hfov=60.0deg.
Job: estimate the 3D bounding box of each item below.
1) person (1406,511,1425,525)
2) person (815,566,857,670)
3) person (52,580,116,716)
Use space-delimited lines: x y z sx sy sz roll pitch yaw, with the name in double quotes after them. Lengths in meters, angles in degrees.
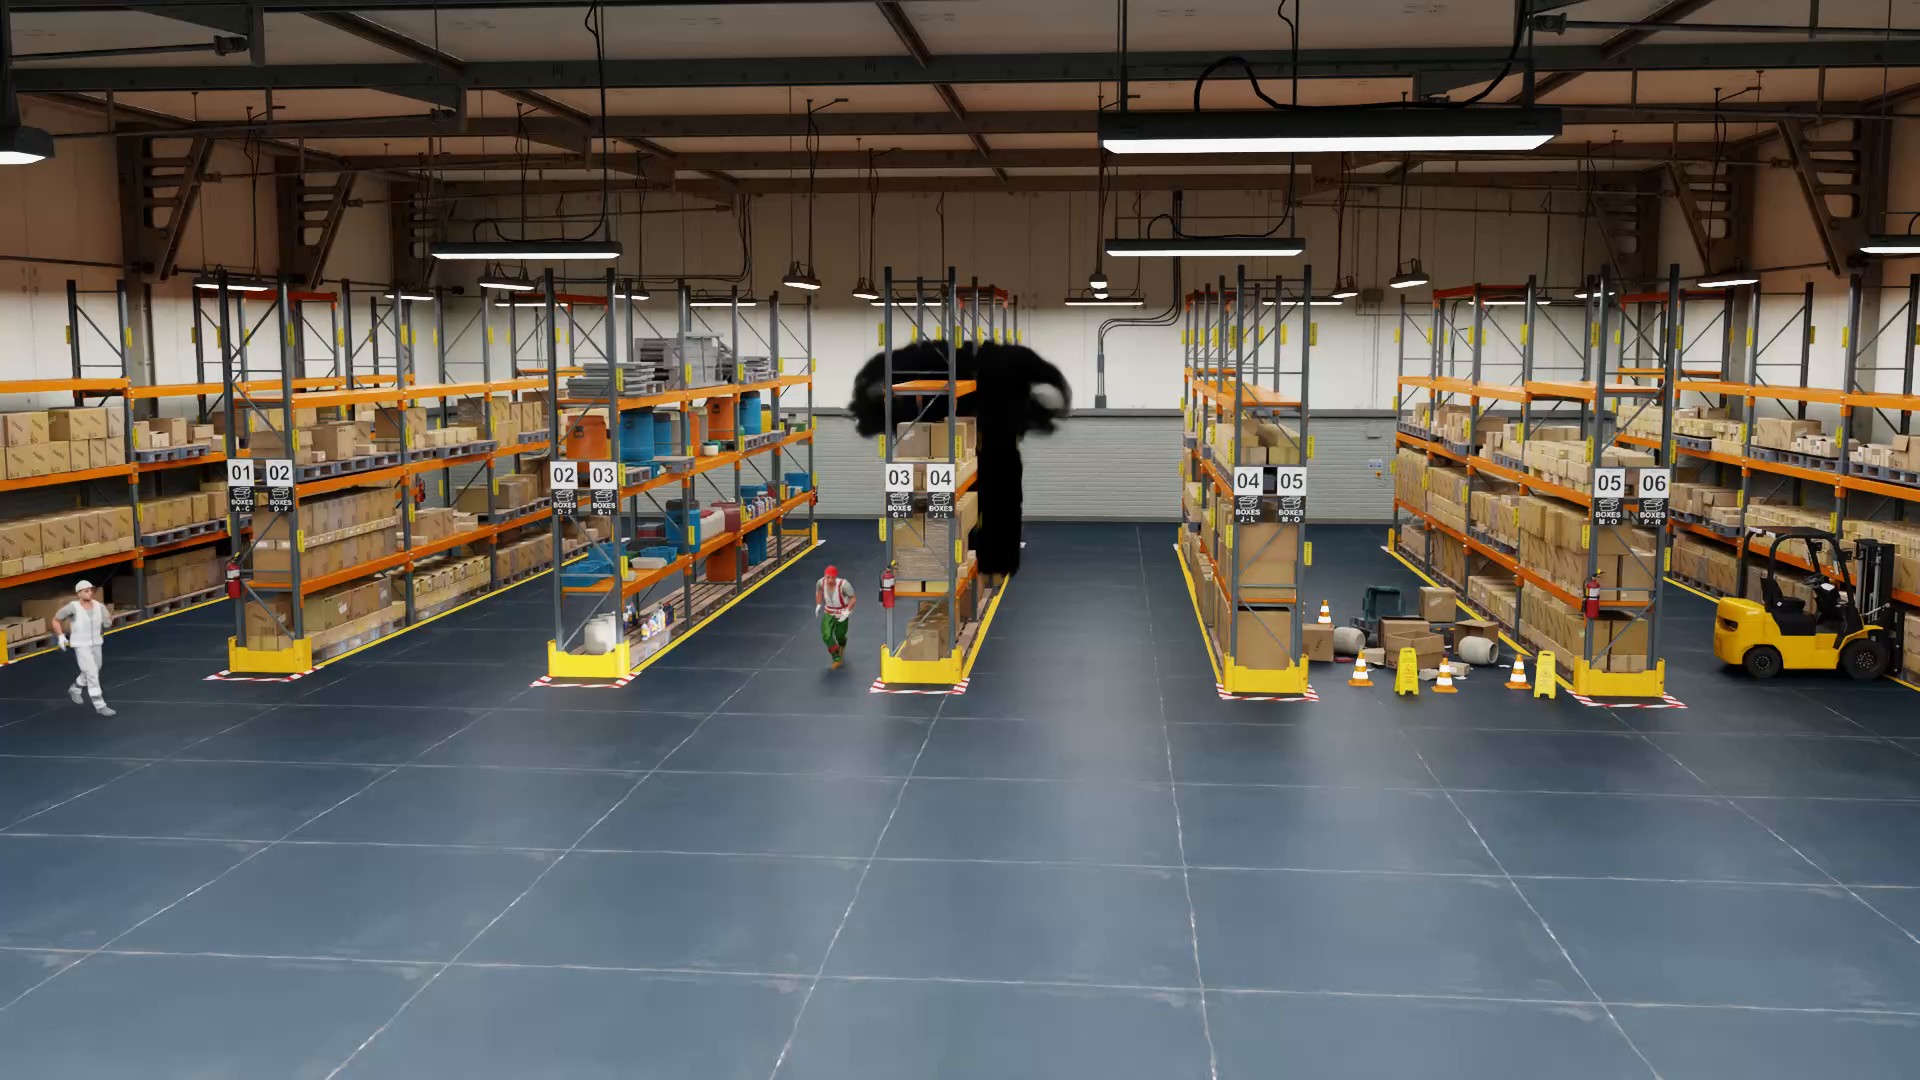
11.078 -0.715 40.057 0.678 1.736 0.710 0 7 -4 "person"
-1.871 1.145 25.434 0.658 1.616 1.085 1 7 11 "person"
-11.594 1.409 22.069 0.999 1.771 0.662 4 8 28 "person"
